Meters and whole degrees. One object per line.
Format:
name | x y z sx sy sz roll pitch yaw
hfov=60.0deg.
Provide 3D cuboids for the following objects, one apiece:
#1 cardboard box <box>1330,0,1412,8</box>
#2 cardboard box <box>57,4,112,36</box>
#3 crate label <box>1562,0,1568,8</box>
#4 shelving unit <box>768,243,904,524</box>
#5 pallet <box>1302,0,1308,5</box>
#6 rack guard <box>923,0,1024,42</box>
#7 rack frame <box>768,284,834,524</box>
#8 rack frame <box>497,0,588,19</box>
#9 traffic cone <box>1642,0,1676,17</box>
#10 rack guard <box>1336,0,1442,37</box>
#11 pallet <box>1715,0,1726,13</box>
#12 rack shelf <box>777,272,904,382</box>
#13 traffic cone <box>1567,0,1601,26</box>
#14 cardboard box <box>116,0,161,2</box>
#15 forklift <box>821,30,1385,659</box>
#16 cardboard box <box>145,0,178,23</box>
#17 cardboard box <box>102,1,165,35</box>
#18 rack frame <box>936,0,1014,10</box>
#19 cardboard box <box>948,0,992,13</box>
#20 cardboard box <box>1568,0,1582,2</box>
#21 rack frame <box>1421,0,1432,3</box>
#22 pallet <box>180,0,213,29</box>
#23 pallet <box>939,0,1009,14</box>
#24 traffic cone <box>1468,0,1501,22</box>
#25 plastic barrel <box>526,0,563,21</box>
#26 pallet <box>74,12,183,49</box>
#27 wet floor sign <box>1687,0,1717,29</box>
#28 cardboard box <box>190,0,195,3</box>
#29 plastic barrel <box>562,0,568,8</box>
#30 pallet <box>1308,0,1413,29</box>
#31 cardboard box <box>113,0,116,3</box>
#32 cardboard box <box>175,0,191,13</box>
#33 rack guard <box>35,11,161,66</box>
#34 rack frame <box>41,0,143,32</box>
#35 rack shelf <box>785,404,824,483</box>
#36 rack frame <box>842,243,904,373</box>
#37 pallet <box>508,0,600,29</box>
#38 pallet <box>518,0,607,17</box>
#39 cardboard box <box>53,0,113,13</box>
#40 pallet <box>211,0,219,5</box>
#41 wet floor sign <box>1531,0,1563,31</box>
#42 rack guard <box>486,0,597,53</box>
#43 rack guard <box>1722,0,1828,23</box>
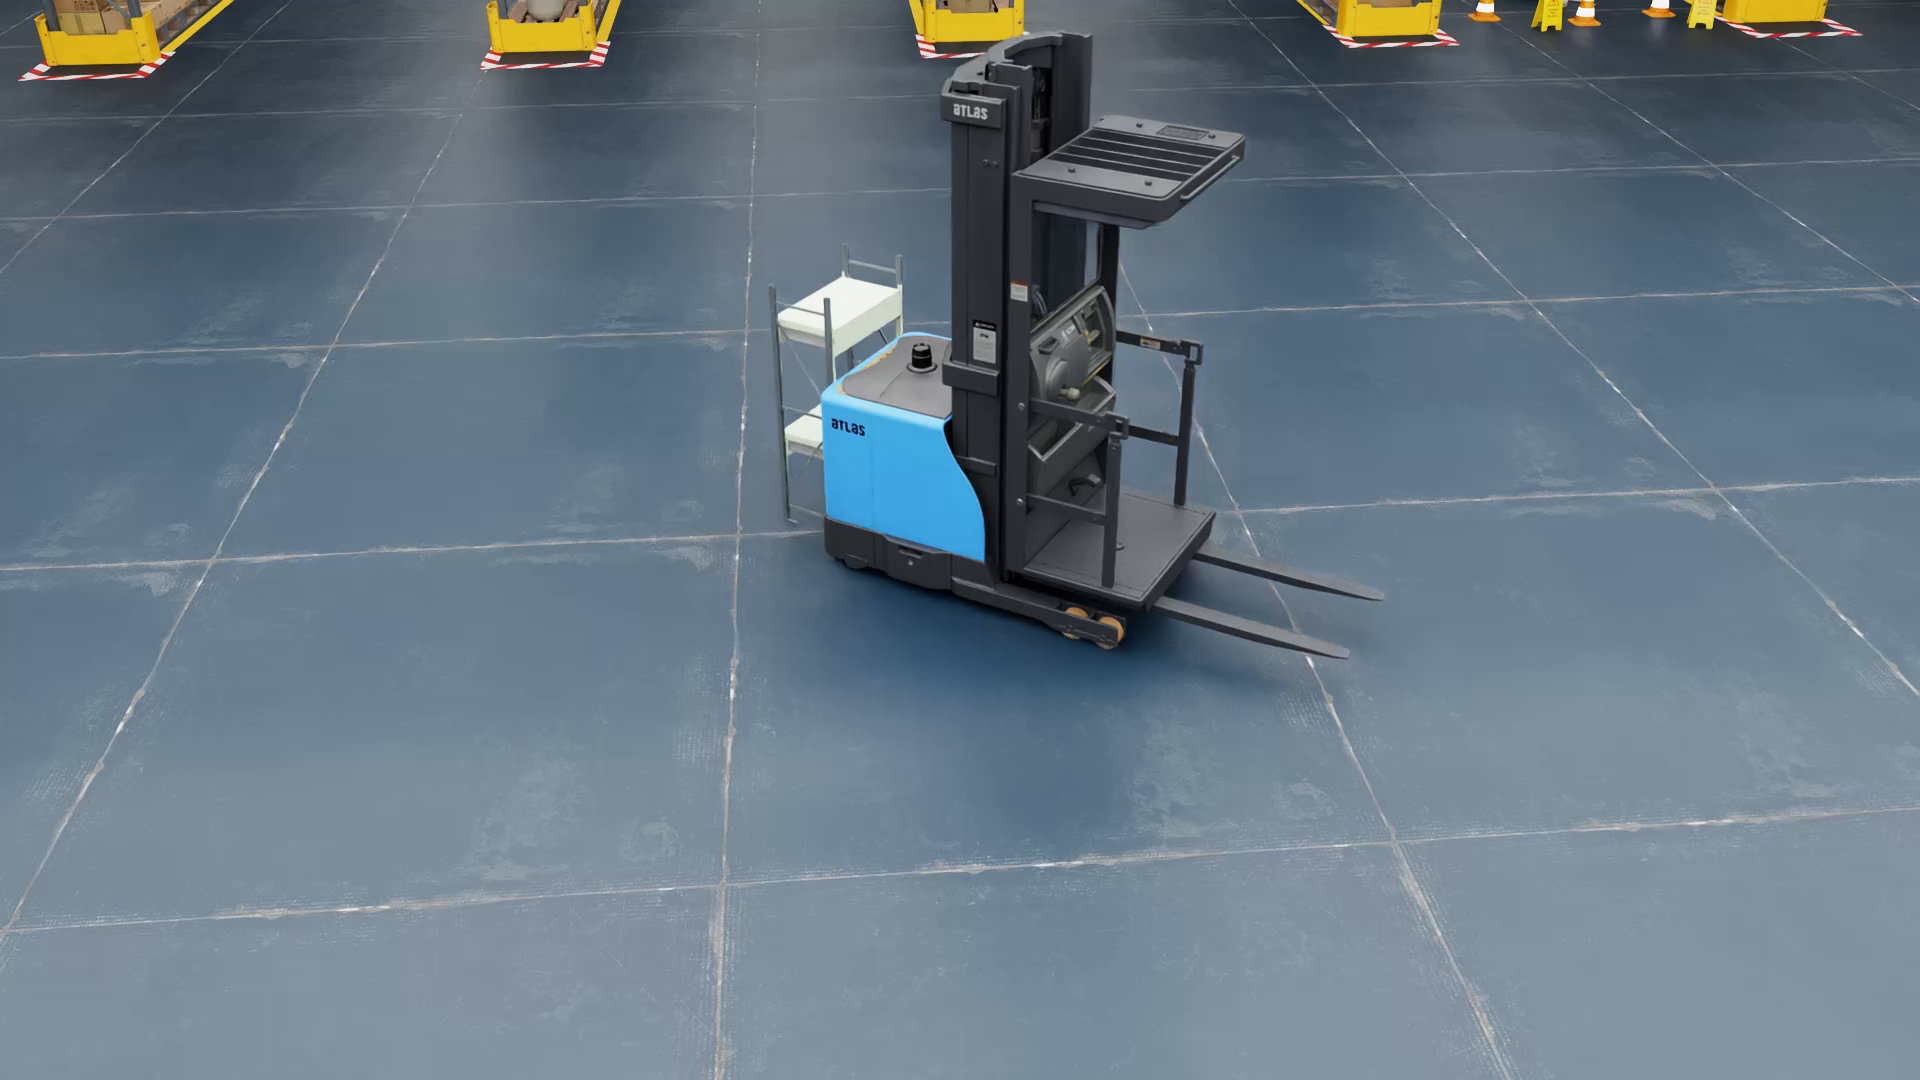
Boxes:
cardboard box | 4.984 -7.006 20.217 0.875 0.875 0.875 -3 31 -4
cardboard box | -10.043 -5.996 19.135 0.500 0.250 0.500 -3 31 -5
crate label | 7.499 -6.784 20.974 0.250 0.136 0.298 -20 36 -30
shelving unit | -0.695 -0.879 9.758 0.431 1.500 0.755 17 35 26
pallet | 4.849 -7.224 21.638 1.003 0.211 1.213 -3 31 -5
rack guard | 0.158 -6.175 19.600 1.175 0.500 0.348 -3 31 -5
rack frame | -0.880 -0.717 9.487 0.400 1.500 0.023 17 35 26
rack frame | -4.766 -6.972 18.497 1.000 3.000 0.127 -3 31 -5
traffic cone | 8.707 -6.752 20.604 0.336 0.463 0.334 -3 31 -5
rack guard | 5.115 -6.310 19.826 1.175 0.500 0.348 -3 31 -5
pallet | 9.984 -6.942 21.166 1.003 0.211 1.213 -3 31 -5
rack shelf | -0.696 -1.214 9.558 0.431 0.370 0.720 17 35 26
traffic cone | 7.634 -6.526 20.224 0.336 0.463 0.334 -3 31 -5
cardboard box | -9.576 -6.598 19.411 0.500 0.500 0.500 -3 31 -5
forklift | 0.770 -0.995 8.558 3.031 2.935 1.130 16 34 24
cardboard box | -9.577 -6.276 19.603 0.500 0.250 0.500 -3 31 -5
cardboard box | -9.527 -6.021 19.176 0.500 0.250 0.500 -3 31 -5
rack frame | 0.165 -7.209 18.894 1.000 3.000 0.127 -3 31 -5
cardboard box | 0.123 -6.636 19.962 0.500 0.500 0.500 3 31 5
cardboard box | 7.898 -7.032 21.378 0.380 0.149 0.250 13 33 21
rack frame | 5.113 -7.395 19.205 1.000 3.000 0.127 -3 31 -5
pallet | -9.922 -6.549 20.508 1.003 0.211 1.213 -3 31 -5
pallet | 0.117 -6.467 20.371 1.003 0.211 1.213 -3 31 -5
traffic cone | 6.477 -6.645 20.424 0.336 0.463 0.334 -3 31 -5
plastic barrel | -4.904 -6.416 19.583 0.421 0.512 0.421 0 31 0
pallet | -9.812 -5.928 19.468 1.003 0.211 1.213 -3 31 -5
wet floor sign | 8.984 -6.525 20.044 0.267 0.644 0.232 8 32 13
cardboard box | -9.665 -6.786 20.459 0.500 0.250 0.500 -3 31 -5
plastic barrel | -4.951 -6.672 20.012 0.421 0.512 0.421 0 31 0
pallet | 4.960 -6.602 20.598 1.003 0.211 1.213 -3 31 -5
cardboard box | -10.101 -6.250 19.561 0.500 0.250 0.500 -3 31 -5
cardboard box | -9.624 -6.531 20.031 0.500 0.250 0.500 -3 31 -5
rack guard | -9.696 -5.651 18.723 1.175 0.500 0.348 -3 31 -5
rack frame | -9.698 -6.736 18.103 1.000 3.000 0.127 -3 31 -5
rack shelf | -0.694 -0.599 9.925 0.431 0.370 0.720 17 35 26
rack frame | -0.510 -1.041 10.029 0.400 1.500 0.023 17 35 26
pallet | -4.891 -6.226 19.968 1.003 0.211 1.213 -3 31 -5
pallet | -5.002 -6.848 21.008 1.003 0.211 1.213 -3 31 -5
cardboard box | -10.045 -6.318 18.942 0.500 0.500 0.500 -3 31 -5
pallet | -10.040 -7.173 21.554 1.003 0.211 1.213 -3 31 -5
wet floor sign | 7.087 -6.464 19.943 0.267 0.644 0.232 -8 32 -13
rack guard | -4.820 -5.935 19.199 1.175 0.500 0.348 -3 31 -5
rack guard | 10.025 -6.649 20.395 1.175 0.500 0.348 -3 31 -5
